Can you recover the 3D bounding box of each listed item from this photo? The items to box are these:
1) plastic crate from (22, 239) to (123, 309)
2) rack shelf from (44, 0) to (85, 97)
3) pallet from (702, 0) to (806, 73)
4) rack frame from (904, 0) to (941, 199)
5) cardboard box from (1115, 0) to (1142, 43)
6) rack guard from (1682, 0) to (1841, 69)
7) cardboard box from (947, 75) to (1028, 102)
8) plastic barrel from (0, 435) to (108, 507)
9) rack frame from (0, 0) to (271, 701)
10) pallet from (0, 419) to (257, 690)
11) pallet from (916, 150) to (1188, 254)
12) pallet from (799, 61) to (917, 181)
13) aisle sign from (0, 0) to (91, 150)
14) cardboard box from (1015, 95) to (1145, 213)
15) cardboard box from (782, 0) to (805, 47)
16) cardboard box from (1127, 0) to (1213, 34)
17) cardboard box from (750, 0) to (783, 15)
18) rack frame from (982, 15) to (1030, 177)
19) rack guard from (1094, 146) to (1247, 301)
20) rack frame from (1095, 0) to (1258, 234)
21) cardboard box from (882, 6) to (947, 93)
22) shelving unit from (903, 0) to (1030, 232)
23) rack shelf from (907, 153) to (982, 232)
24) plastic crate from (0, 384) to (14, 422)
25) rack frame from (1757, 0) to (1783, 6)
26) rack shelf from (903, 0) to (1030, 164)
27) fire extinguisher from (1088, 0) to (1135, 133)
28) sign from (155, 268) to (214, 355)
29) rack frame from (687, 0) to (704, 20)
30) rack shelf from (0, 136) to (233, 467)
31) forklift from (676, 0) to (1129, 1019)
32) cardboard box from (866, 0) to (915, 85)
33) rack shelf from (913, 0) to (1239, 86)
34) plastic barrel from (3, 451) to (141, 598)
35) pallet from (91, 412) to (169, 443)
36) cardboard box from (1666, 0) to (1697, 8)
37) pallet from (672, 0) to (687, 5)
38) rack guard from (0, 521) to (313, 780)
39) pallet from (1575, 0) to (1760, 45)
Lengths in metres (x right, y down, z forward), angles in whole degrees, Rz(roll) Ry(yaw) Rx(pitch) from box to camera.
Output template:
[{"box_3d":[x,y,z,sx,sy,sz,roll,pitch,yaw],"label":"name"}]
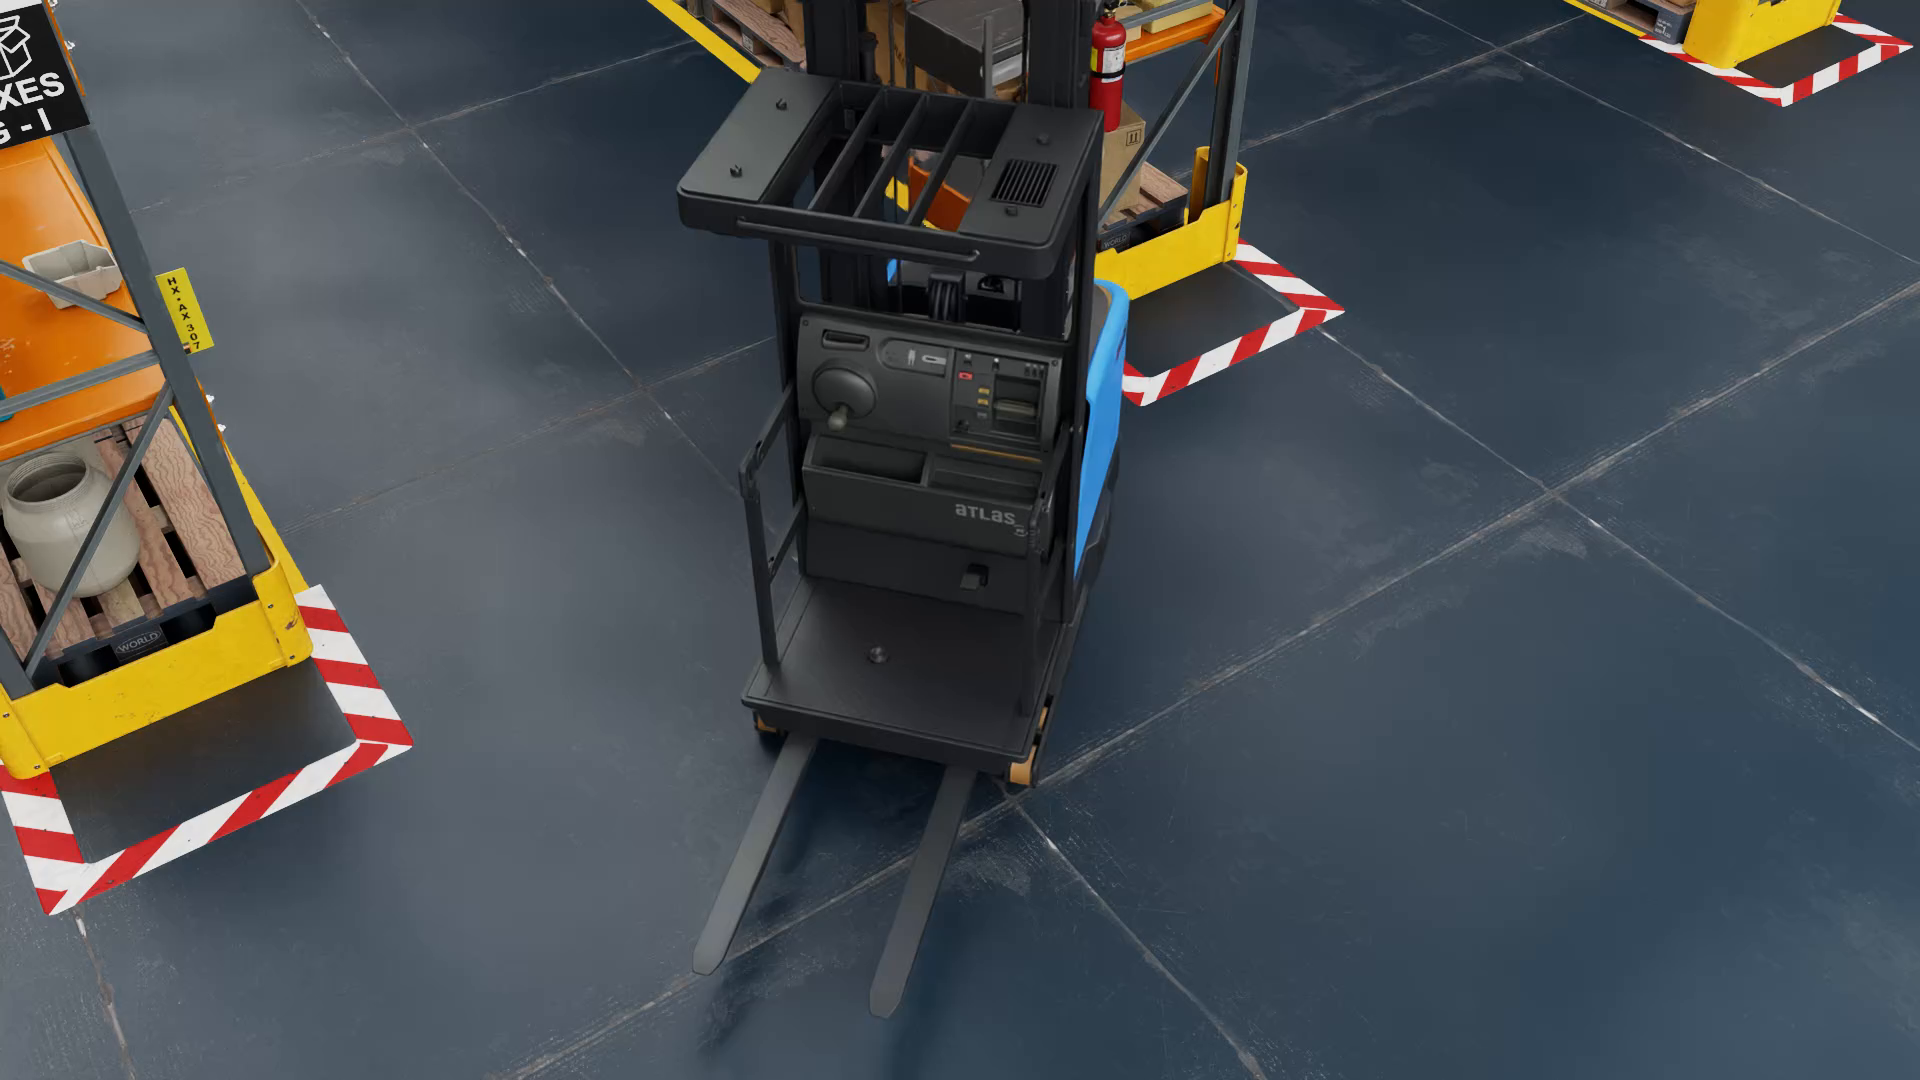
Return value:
[{"box_3d":[-3.352,-1.003,6.310,0.298,0.136,0.250,-26,49,-24],"label":"plastic crate"},{"box_3d":[-4.248,-2.422,5.954,1.077,0.370,4.000,-26,49,-24],"label":"rack shelf"},{"box_3d":[-0.917,-3.311,10.557,1.003,0.211,1.213,-26,49,-24],"label":"pallet"},{"box_3d":[-0.067,-1.547,7.341,0.400,2.100,0.015,-30,51,-28],"label":"rack frame"},{"box_3d":[0.626,-2.410,7.775,0.380,0.149,0.250,-26,49,-24],"label":"cardboard box"},{"box_3d":[5.098,-3.405,10.446,1.175,0.500,0.348,-26,49,-24],"label":"rack guard"},{"box_3d":[0.245,-2.354,9.041,0.500,0.500,0.500,-14,45,-14],"label":"cardboard box"},{"box_3d":[-3.830,-0.343,6.925,0.421,0.512,0.421,0,44,0],"label":"plastic barrel"},{"box_3d":[-3.104,-0.464,5.555,1.000,3.000,0.127,-26,49,-24],"label":"rack frame"},{"box_3d":[-3.647,0.058,7.028,1.003,0.211,1.213,-26,49,-24],"label":"pallet"},{"box_3d":[0.479,-1.929,9.109,1.003,0.211,1.213,-26,49,-24],"label":"pallet"},{"box_3d":[-0.215,-2.620,9.832,1.003,0.211,1.213,-26,49,-24],"label":"pallet"},{"box_3d":[-2.823,-1.480,4.736,0.394,0.787,0.004,-26,49,-24],"label":"aisle sign"},{"box_3d":[0.615,-2.029,8.700,0.500,0.500,0.500,-17,46,-17],"label":"cardboard box"},{"box_3d":[-0.800,-3.370,10.105,0.500,0.500,0.500,-12,45,-12],"label":"cardboard box"},{"box_3d":[0.991,-2.586,7.959,0.380,0.149,0.250,-26,49,-24],"label":"cardboard box"},{"box_3d":[-1.134,-3.692,10.442,0.500,0.500,0.500,-27,50,-26],"label":"cardboard box"},{"box_3d":[0.248,-1.289,7.071,0.400,2.100,0.015,-30,51,-28],"label":"rack frame"},{"box_3d":[0.915,-1.560,8.513,1.175,0.500,0.348,-26,49,-24],"label":"rack guard"},{"box_3d":[0.958,-2.421,7.605,1.000,3.000,0.127,-26,49,-24],"label":"rack frame"},{"box_3d":[-0.098,-2.716,9.420,0.500,0.500,0.500,-21,48,-21],"label":"cardboard box"},{"box_3d":[0.090,-1.418,7.206,0.431,2.100,0.503,-30,51,-28],"label":"shelving unit"},{"box_3d":[0.090,-1.408,7.215,0.431,0.518,0.480,-30,51,-28],"label":"rack shelf"},{"box_3d":[-3.636,-0.576,5.779,0.499,0.251,0.616,-26,49,-24],"label":"plastic crate"},{"box_3d":[5.084,-4.323,9.597,1.000,3.000,0.127,-26,49,-24],"label":"rack frame"},{"box_3d":[0.090,-1.915,6.732,0.431,0.518,0.480,-30,51,-28],"label":"rack shelf"},{"box_3d":[0.646,-2.146,7.373,0.296,0.674,0.183,-26,49,-24],"label":"fire extinguisher"},{"box_3d":[-2.650,-0.779,5.684,0.100,0.325,0.005,-26,49,-24],"label":"sign"},{"box_3d":[-1.330,-4.686,9.978,1.000,3.000,0.127,-26,49,-24],"label":"rack frame"},{"box_3d":[-4.248,-1.337,6.990,1.077,0.370,4.000,-26,49,-24],"label":"rack shelf"},{"box_3d":[-0.166,-0.438,5.578,1.130,2.935,3.031,10,45,11],"label":"forklift"},{"box_3d":[-0.381,-3.050,9.769,0.500,0.500,0.500,-30,51,-28],"label":"cardboard box"},{"box_3d":[-0.186,-3.293,9.039,1.077,0.370,4.000,-26,49,-24],"label":"rack shelf"},{"box_3d":[-3.543,-0.059,6.628,0.421,0.512,0.421,0,44,0],"label":"plastic barrel"},{"box_3d":[-4.340,-0.633,7.751,1.003,0.211,1.213,-26,49,-24],"label":"pallet"},{"box_3d":[4.642,-4.064,10.561,0.875,0.875,0.875,-25,49,-24],"label":"cardboard box"},{"box_3d":[-1.777,-4.118,11.402,1.003,0.211,1.213,-26,49,-24],"label":"pallet"},{"box_3d":[-3.186,0.415,6.444,1.175,0.500,0.348,-26,49,-24],"label":"rack guard"},{"box_3d":[4.563,-3.736,11.002,1.003,0.211,1.213,-26,49,-24],"label":"pallet"}]
